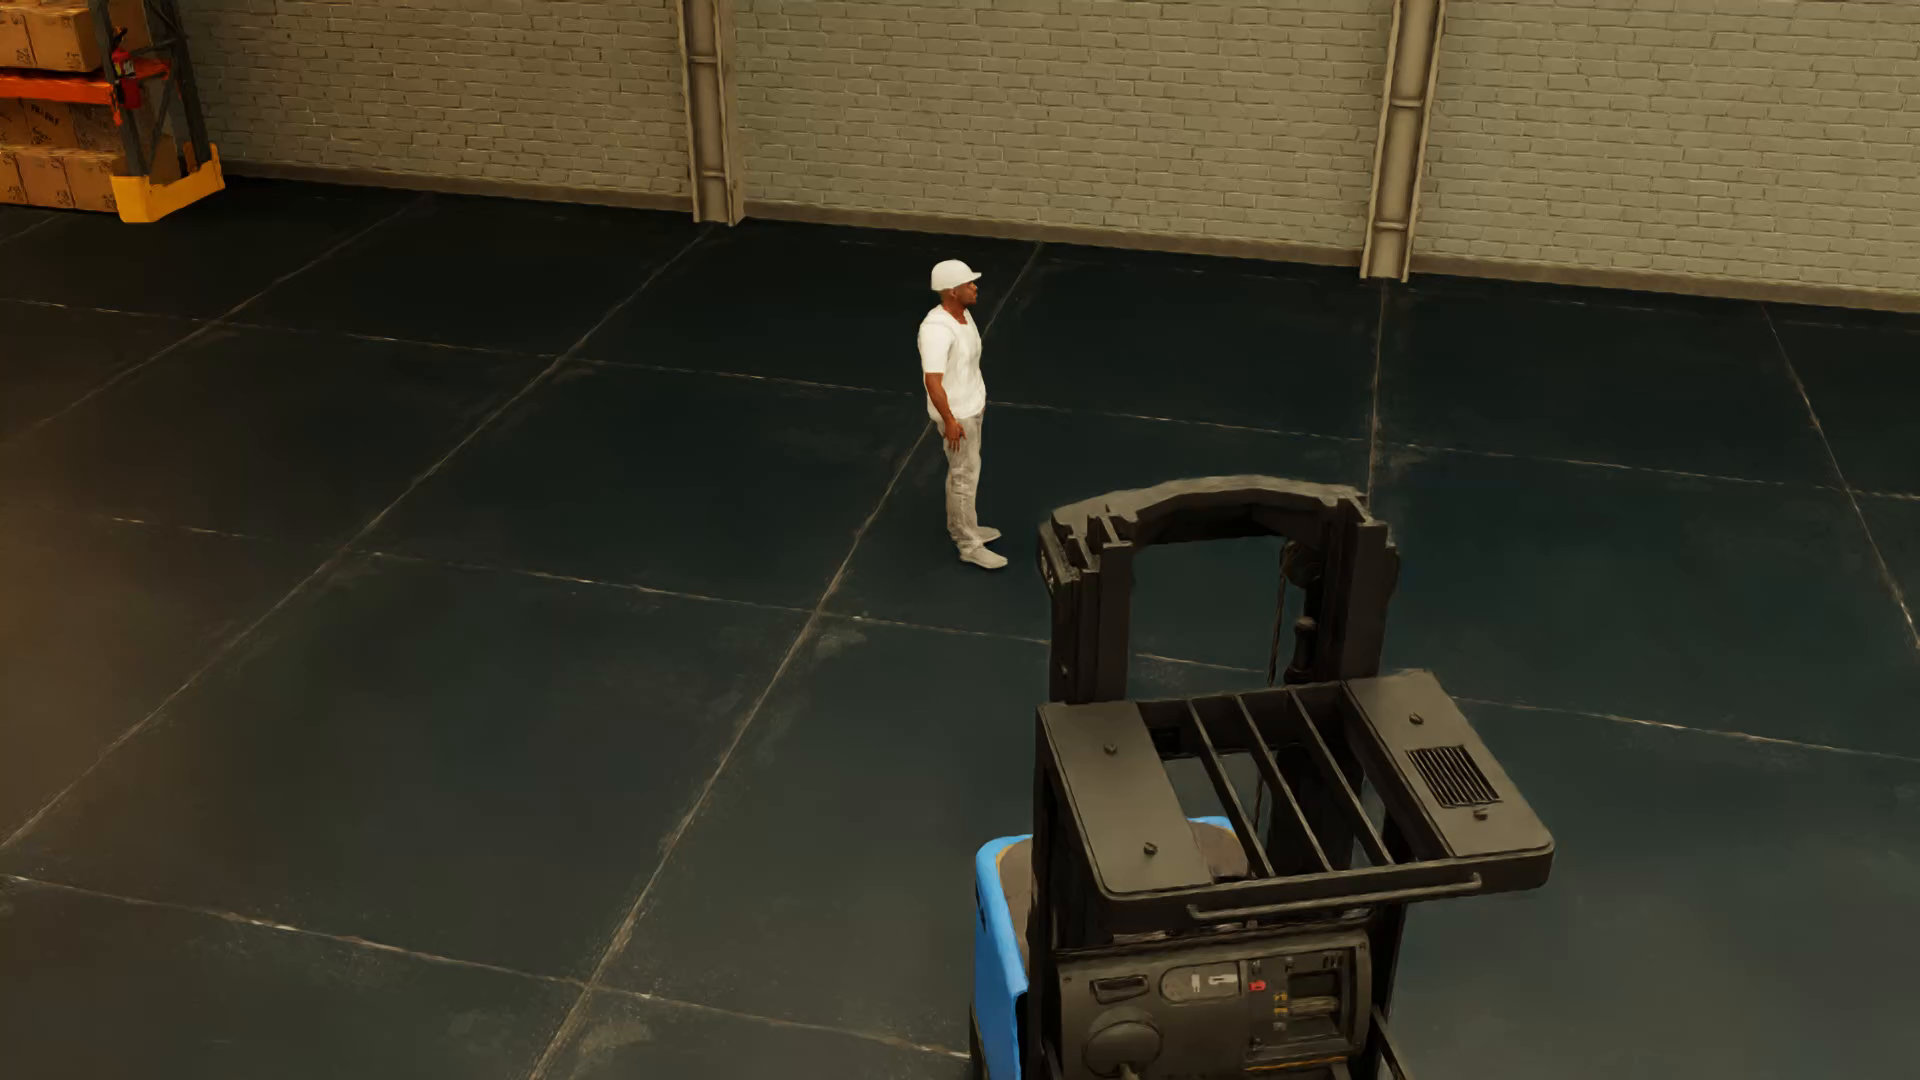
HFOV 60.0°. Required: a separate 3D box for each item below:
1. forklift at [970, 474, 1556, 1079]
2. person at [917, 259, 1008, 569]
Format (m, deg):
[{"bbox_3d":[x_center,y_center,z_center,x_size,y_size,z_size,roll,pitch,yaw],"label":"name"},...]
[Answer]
[{"bbox_3d":[0.781,1.426,4.653,1.130,2.935,3.031,-4,30,-8],"label":"forklift"},{"bbox_3d":[0.066,-0.764,9.685,0.576,1.766,0.665,7,30,12],"label":"person"}]
